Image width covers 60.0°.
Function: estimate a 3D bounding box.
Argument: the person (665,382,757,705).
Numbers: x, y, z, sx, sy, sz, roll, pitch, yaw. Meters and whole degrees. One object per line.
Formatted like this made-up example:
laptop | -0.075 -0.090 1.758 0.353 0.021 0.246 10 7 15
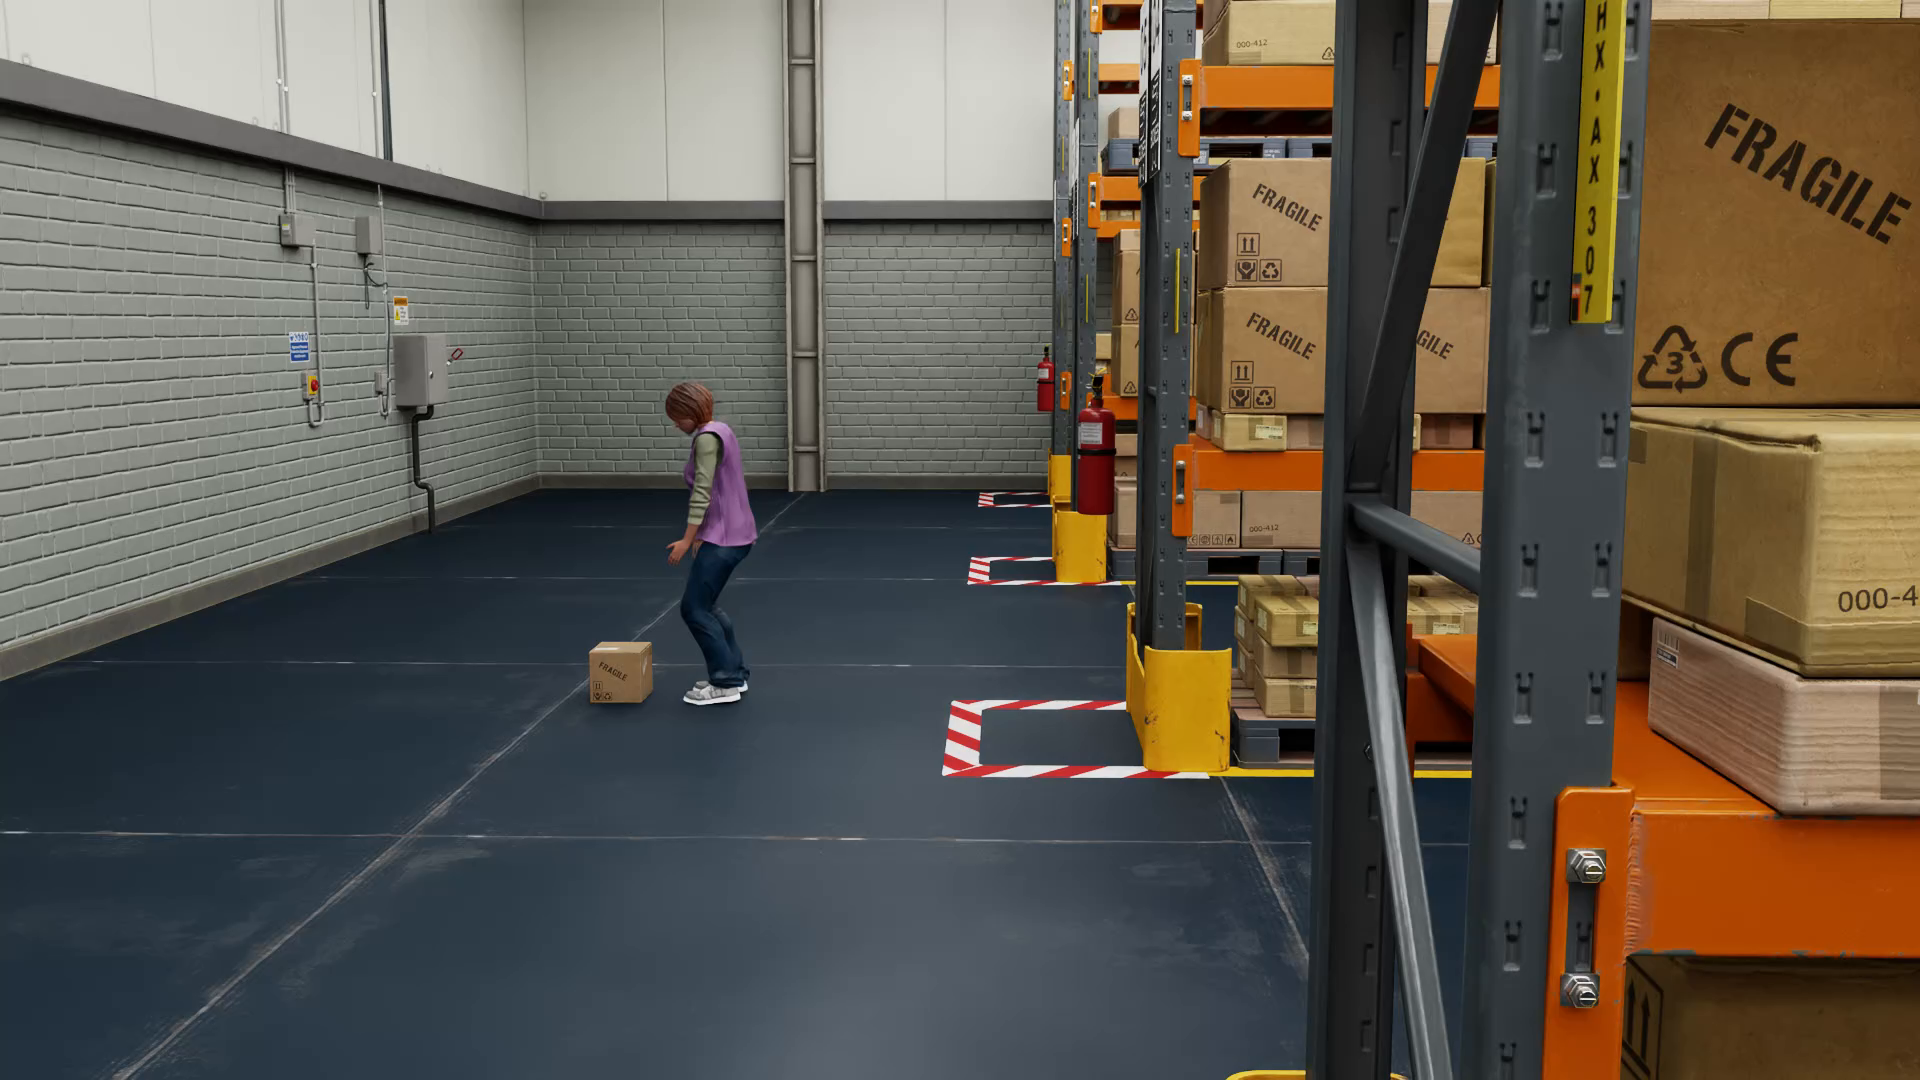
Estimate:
person | -1.187 0.024 7.962 0.418 1.523 0.433 0 7 3
